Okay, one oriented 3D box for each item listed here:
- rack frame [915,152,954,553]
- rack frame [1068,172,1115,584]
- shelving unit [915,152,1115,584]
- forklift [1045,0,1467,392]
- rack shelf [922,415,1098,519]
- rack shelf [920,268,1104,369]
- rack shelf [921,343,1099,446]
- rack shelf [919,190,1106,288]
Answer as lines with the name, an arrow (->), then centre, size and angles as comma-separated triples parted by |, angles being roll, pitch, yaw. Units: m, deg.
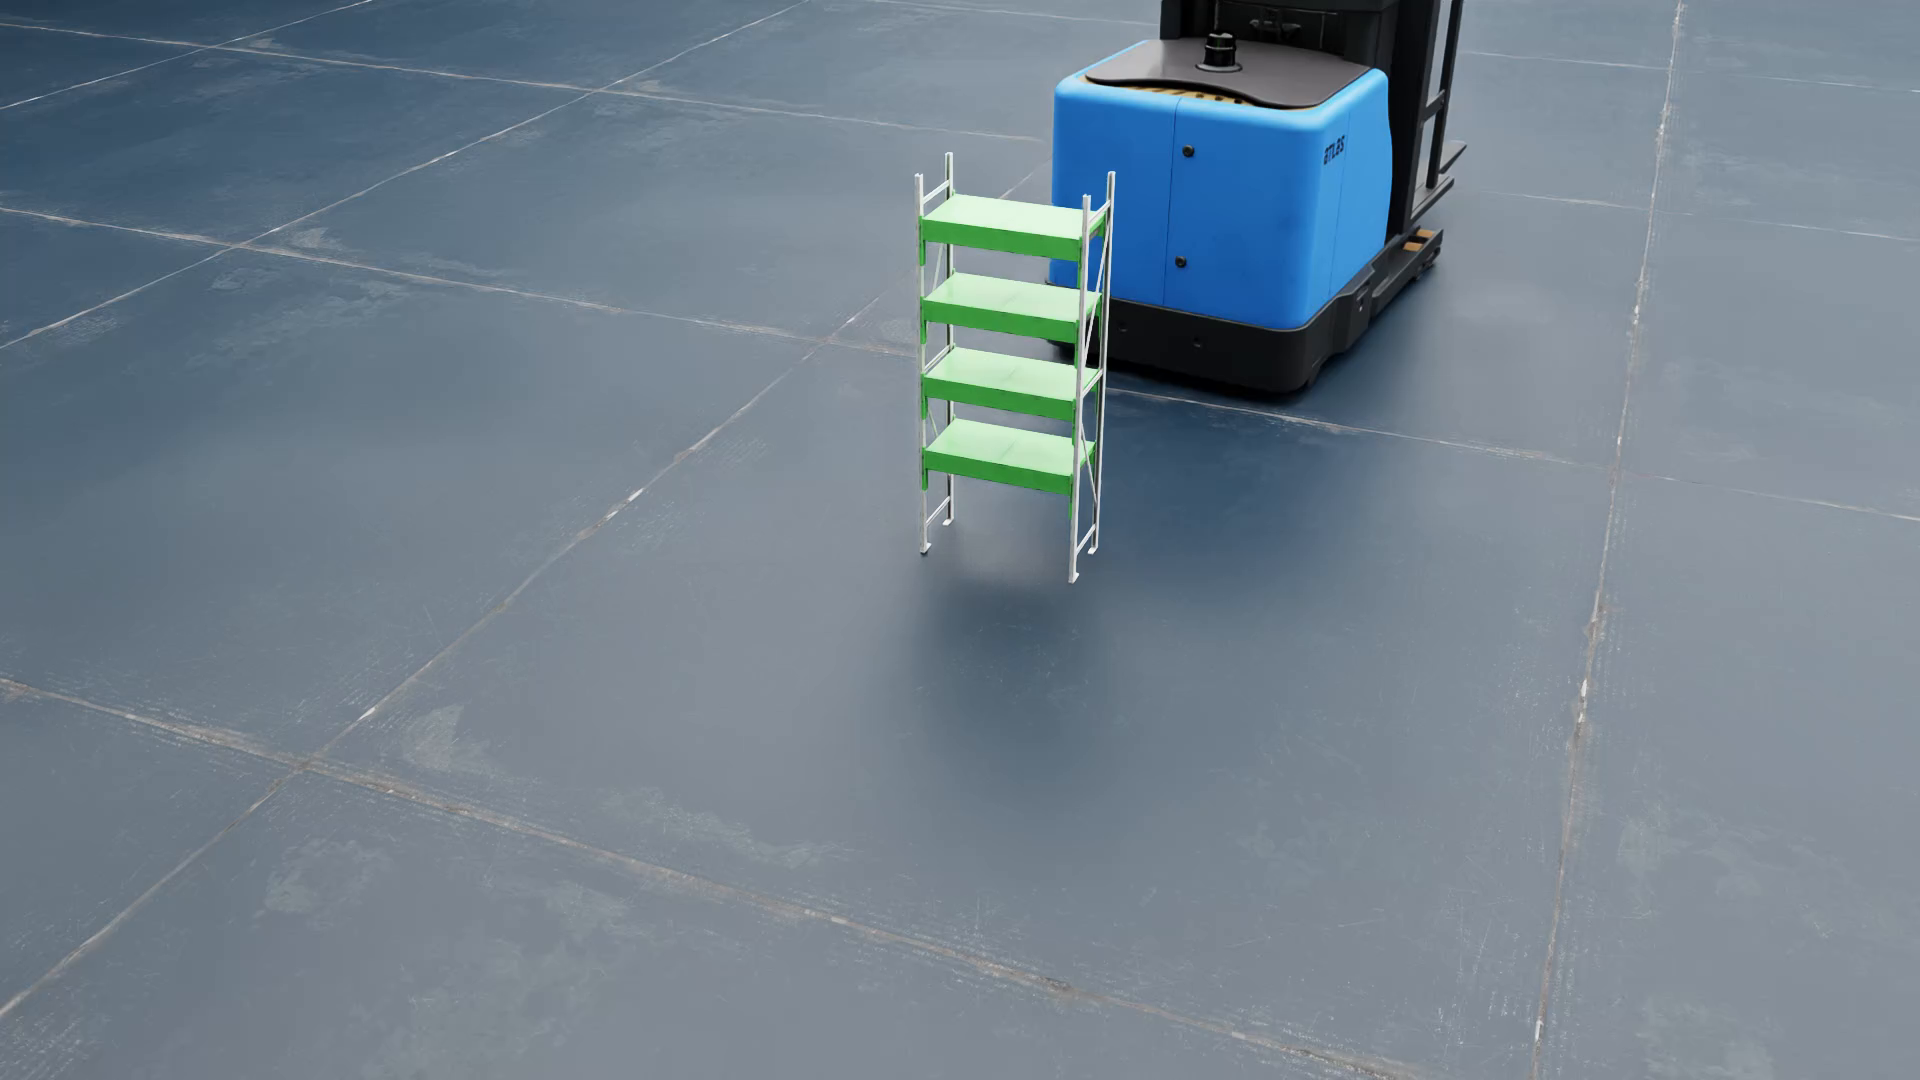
rack frame -> -0.073, -0.537, 4.980 | 0.015, 1.200, 0.240 | 11, 31, 19
rack frame -> 0.379, -0.447, 4.821 | 0.015, 1.200, 0.240 | 11, 31, 19
shelving unit -> 0.153, -0.492, 4.901 | 0.503, 1.200, 0.258 | 11, 31, 19
forklift -> 1.492, -2.508, 6.708 | 1.130, 2.935, 3.031 | 16, 33, 25
rack shelf -> 0.153, -0.227, 5.050 | 0.480, 0.148, 0.258 | 11, 31, 19
rack shelf -> 0.153, -0.645, 4.814 | 0.480, 0.148, 0.258 | 11, 31, 19
rack shelf -> 0.153, -0.436, 4.932 | 0.480, 0.148, 0.258 | 11, 31, 19
rack shelf -> 0.153, -0.854, 4.696 | 0.480, 0.148, 0.258 | 11, 31, 19
